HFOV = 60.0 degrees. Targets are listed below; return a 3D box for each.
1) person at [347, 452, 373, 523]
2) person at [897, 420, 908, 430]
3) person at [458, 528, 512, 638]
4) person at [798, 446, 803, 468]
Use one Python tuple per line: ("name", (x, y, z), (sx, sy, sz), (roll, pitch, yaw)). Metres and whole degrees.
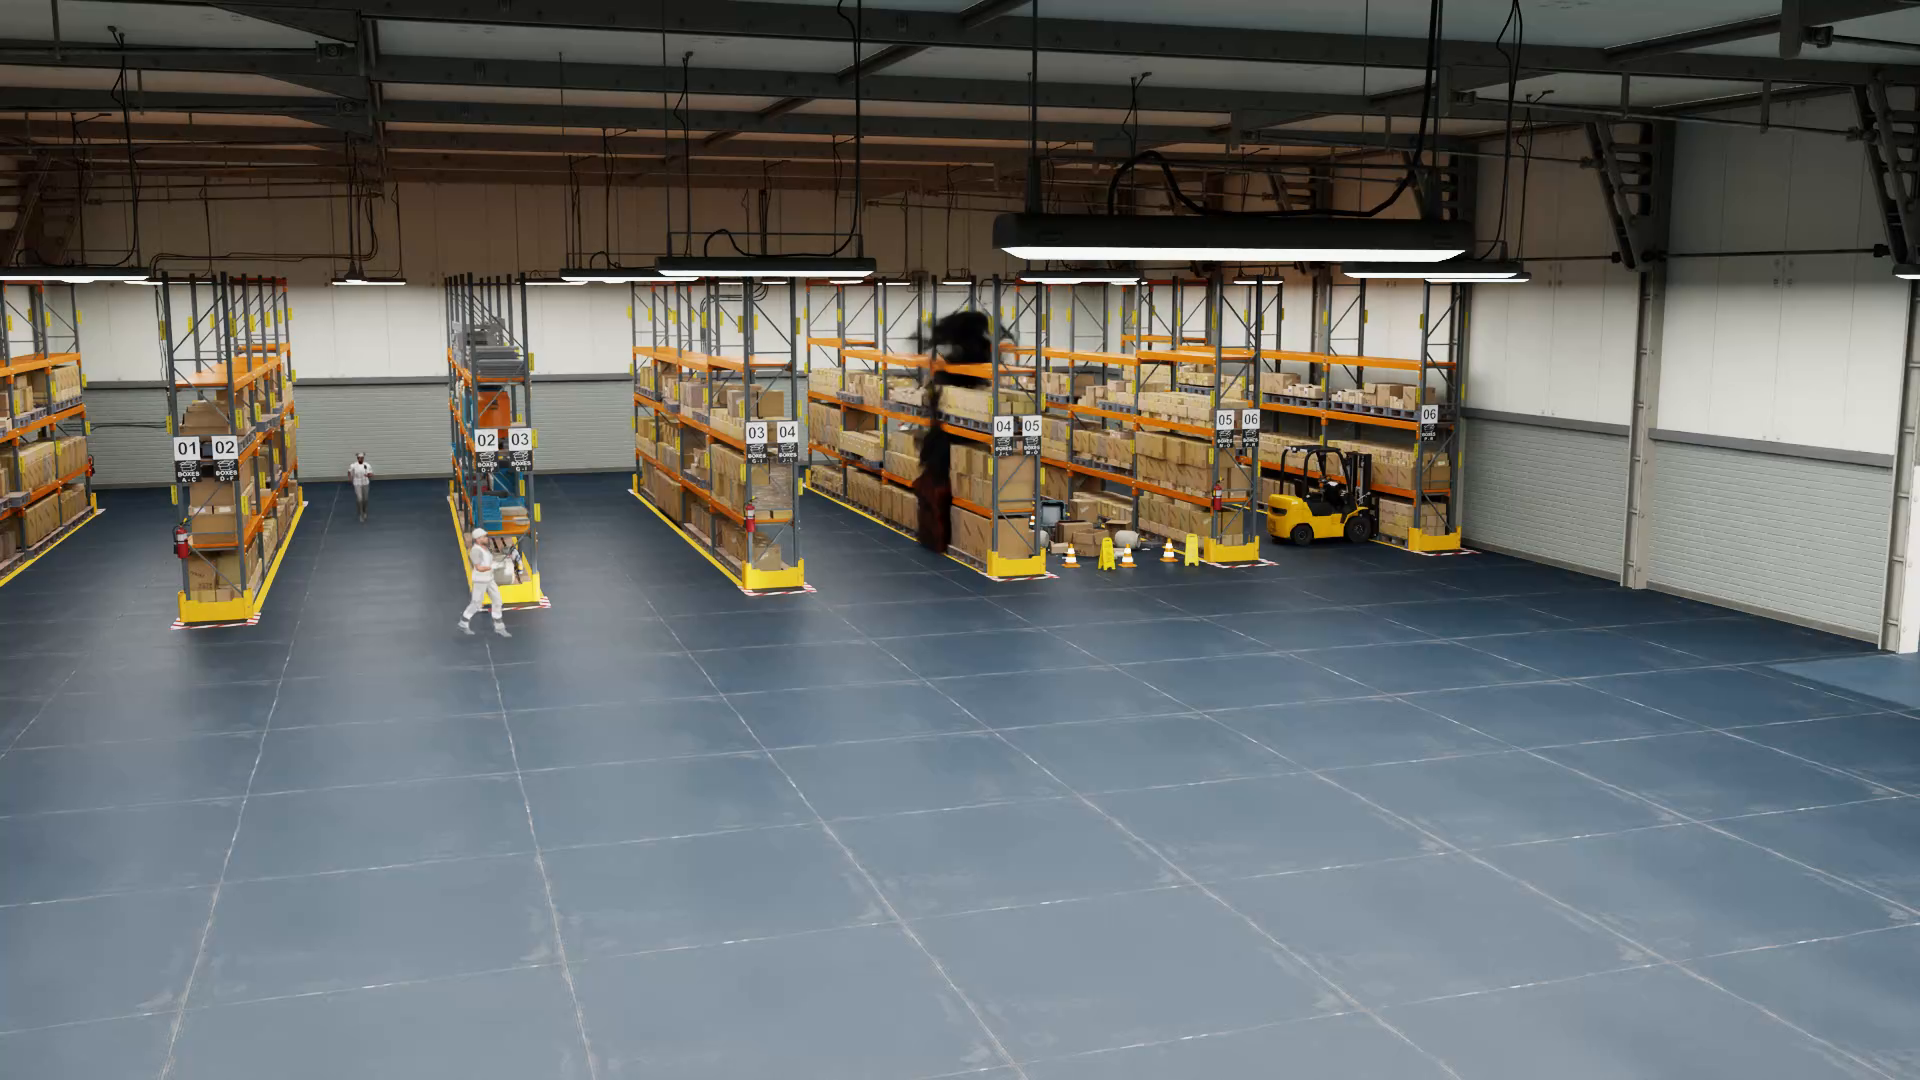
("person", (-14.830, -1.320, 41.192), (0.549, 1.755, 0.781), (-5, 10, -31))
("person", (-1.743, -2.769, 50.615), (0.844, 1.856, 0.665), (-2, 9, -11))
("person", (-7.849, 0.715, 27.320), (0.862, 1.835, 0.653), (1, 9, 7))
("person", (-4.576, -1.949, 45.221), (0.627, 1.819, 0.742), (-2, 9, -16))
